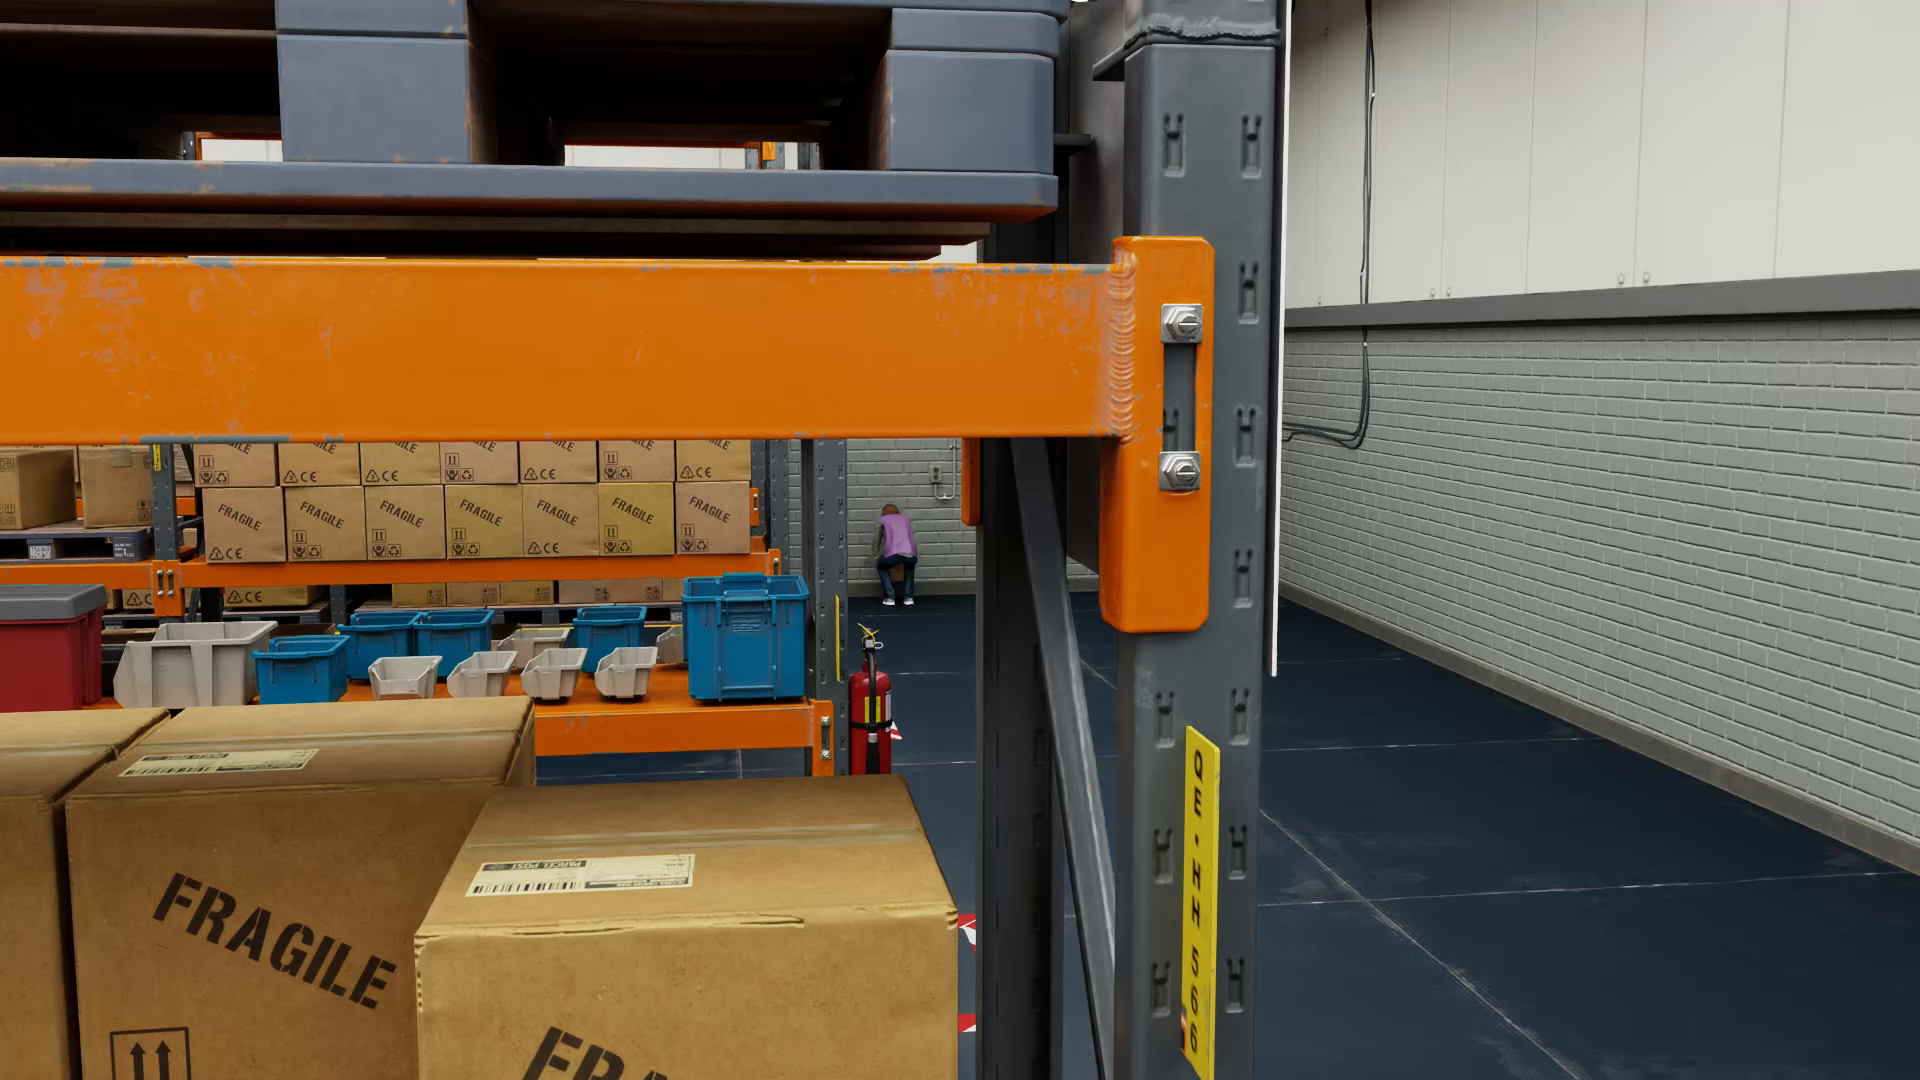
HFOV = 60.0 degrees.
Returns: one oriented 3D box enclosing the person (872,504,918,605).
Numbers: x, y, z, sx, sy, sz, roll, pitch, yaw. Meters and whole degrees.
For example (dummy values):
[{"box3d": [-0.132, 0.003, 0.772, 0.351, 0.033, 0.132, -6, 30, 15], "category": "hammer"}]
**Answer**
[{"box3d": [-0.684, 0.161, 17.560, 0.455, 1.039, 0.757, -1, 7, -9], "category": "person"}]
